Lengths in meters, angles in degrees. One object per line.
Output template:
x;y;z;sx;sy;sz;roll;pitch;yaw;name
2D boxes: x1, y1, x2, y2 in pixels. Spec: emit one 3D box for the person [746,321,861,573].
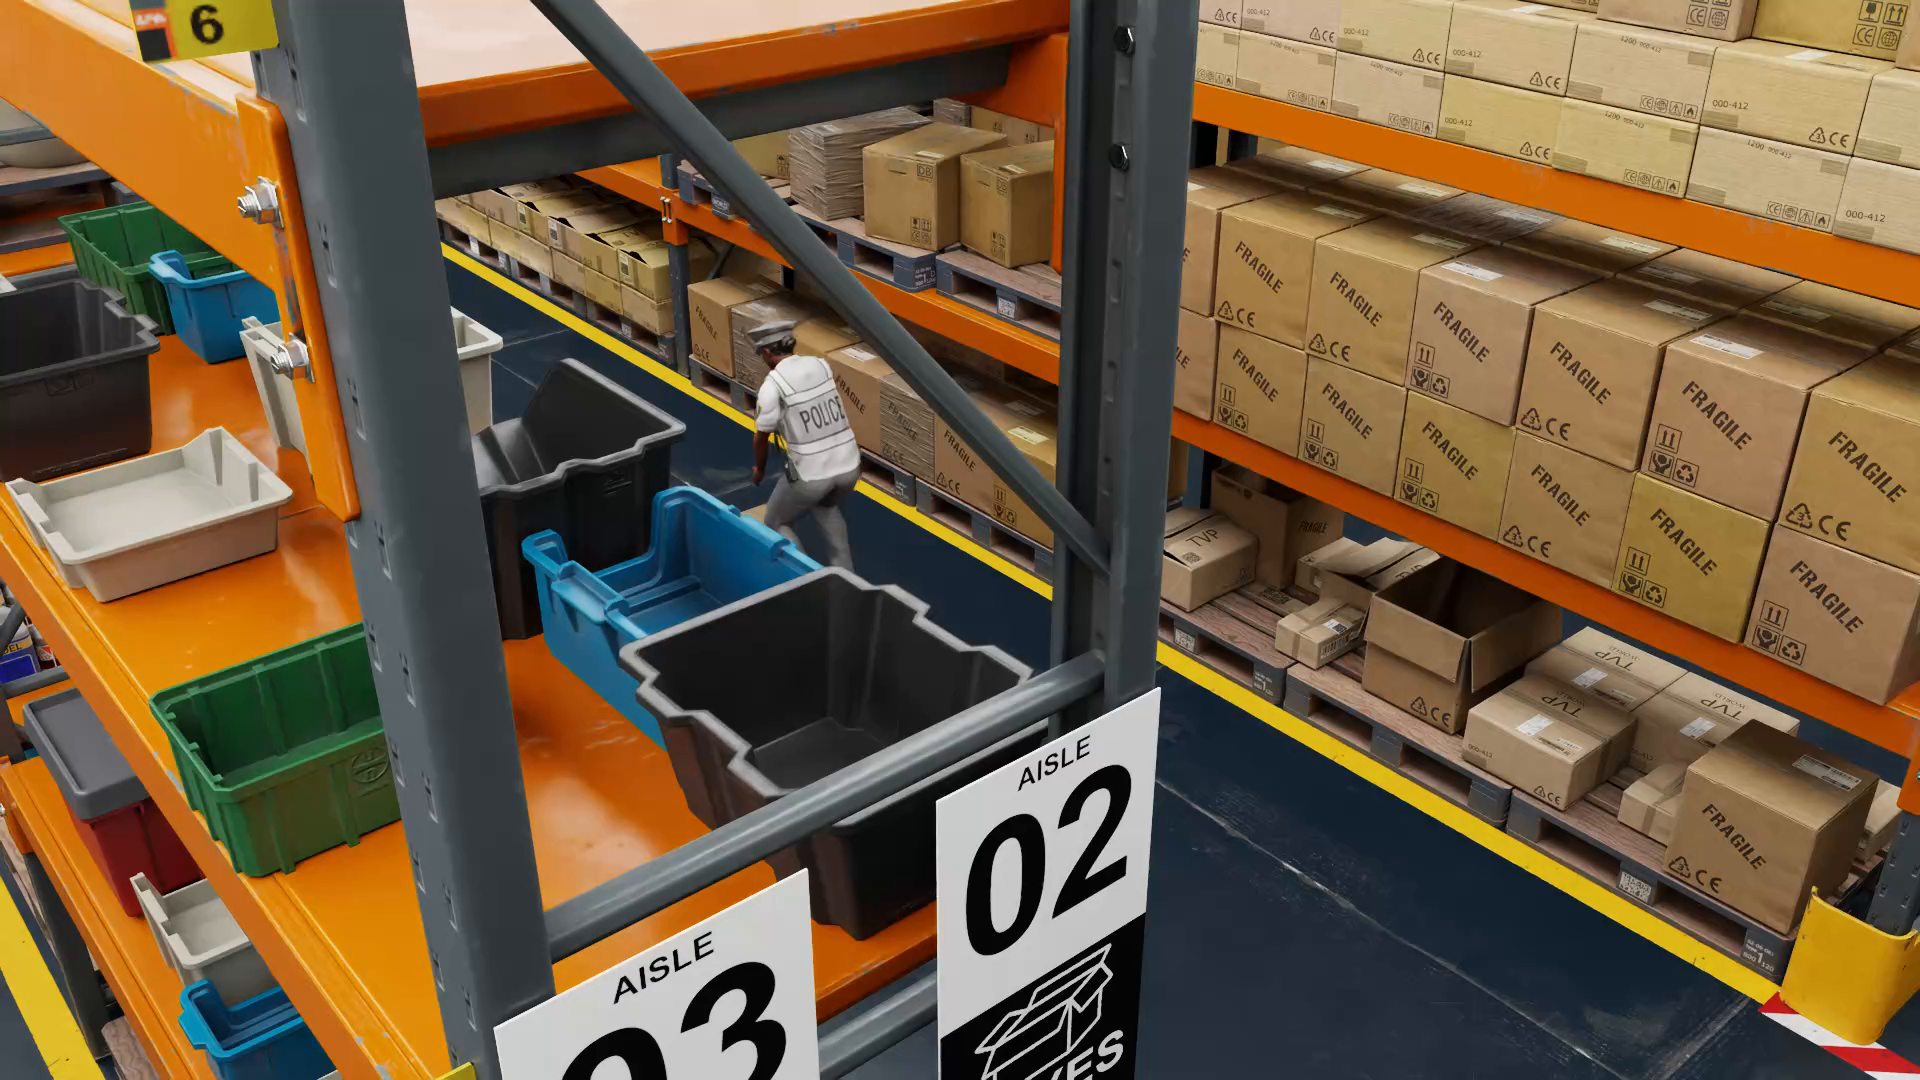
-0.816;-0.382;8.531;0.490;1.487;0.628;-22;35;-34;person
